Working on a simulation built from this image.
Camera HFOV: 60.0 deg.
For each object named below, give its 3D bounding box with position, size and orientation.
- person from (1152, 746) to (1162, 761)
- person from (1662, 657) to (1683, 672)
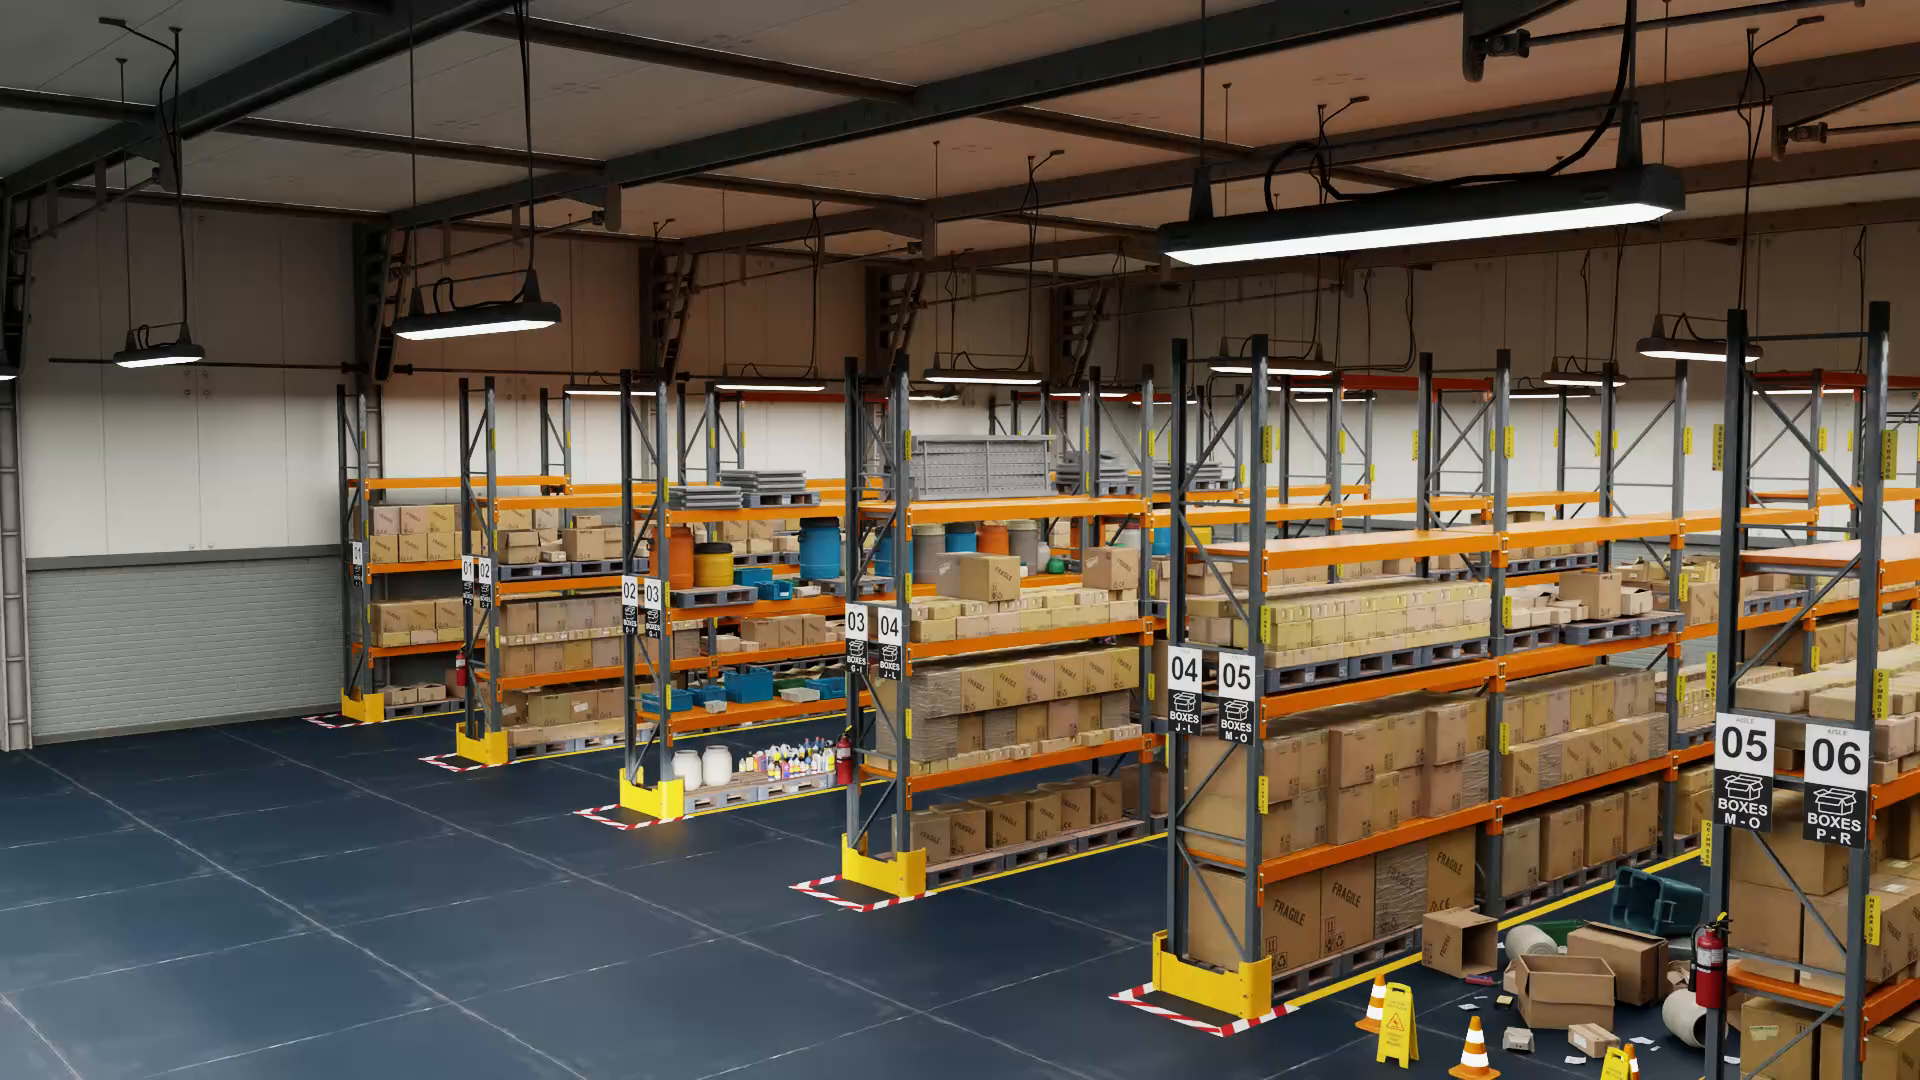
[{"bbox_3d":[3.204,2.576,26.157,0.686,1.779,0.984,3,5,37],"label":"person"},{"bbox_3d":[10.958,2.635,25.456,0.956,1.765,0.724,-3,5,-43],"label":"person"}]
